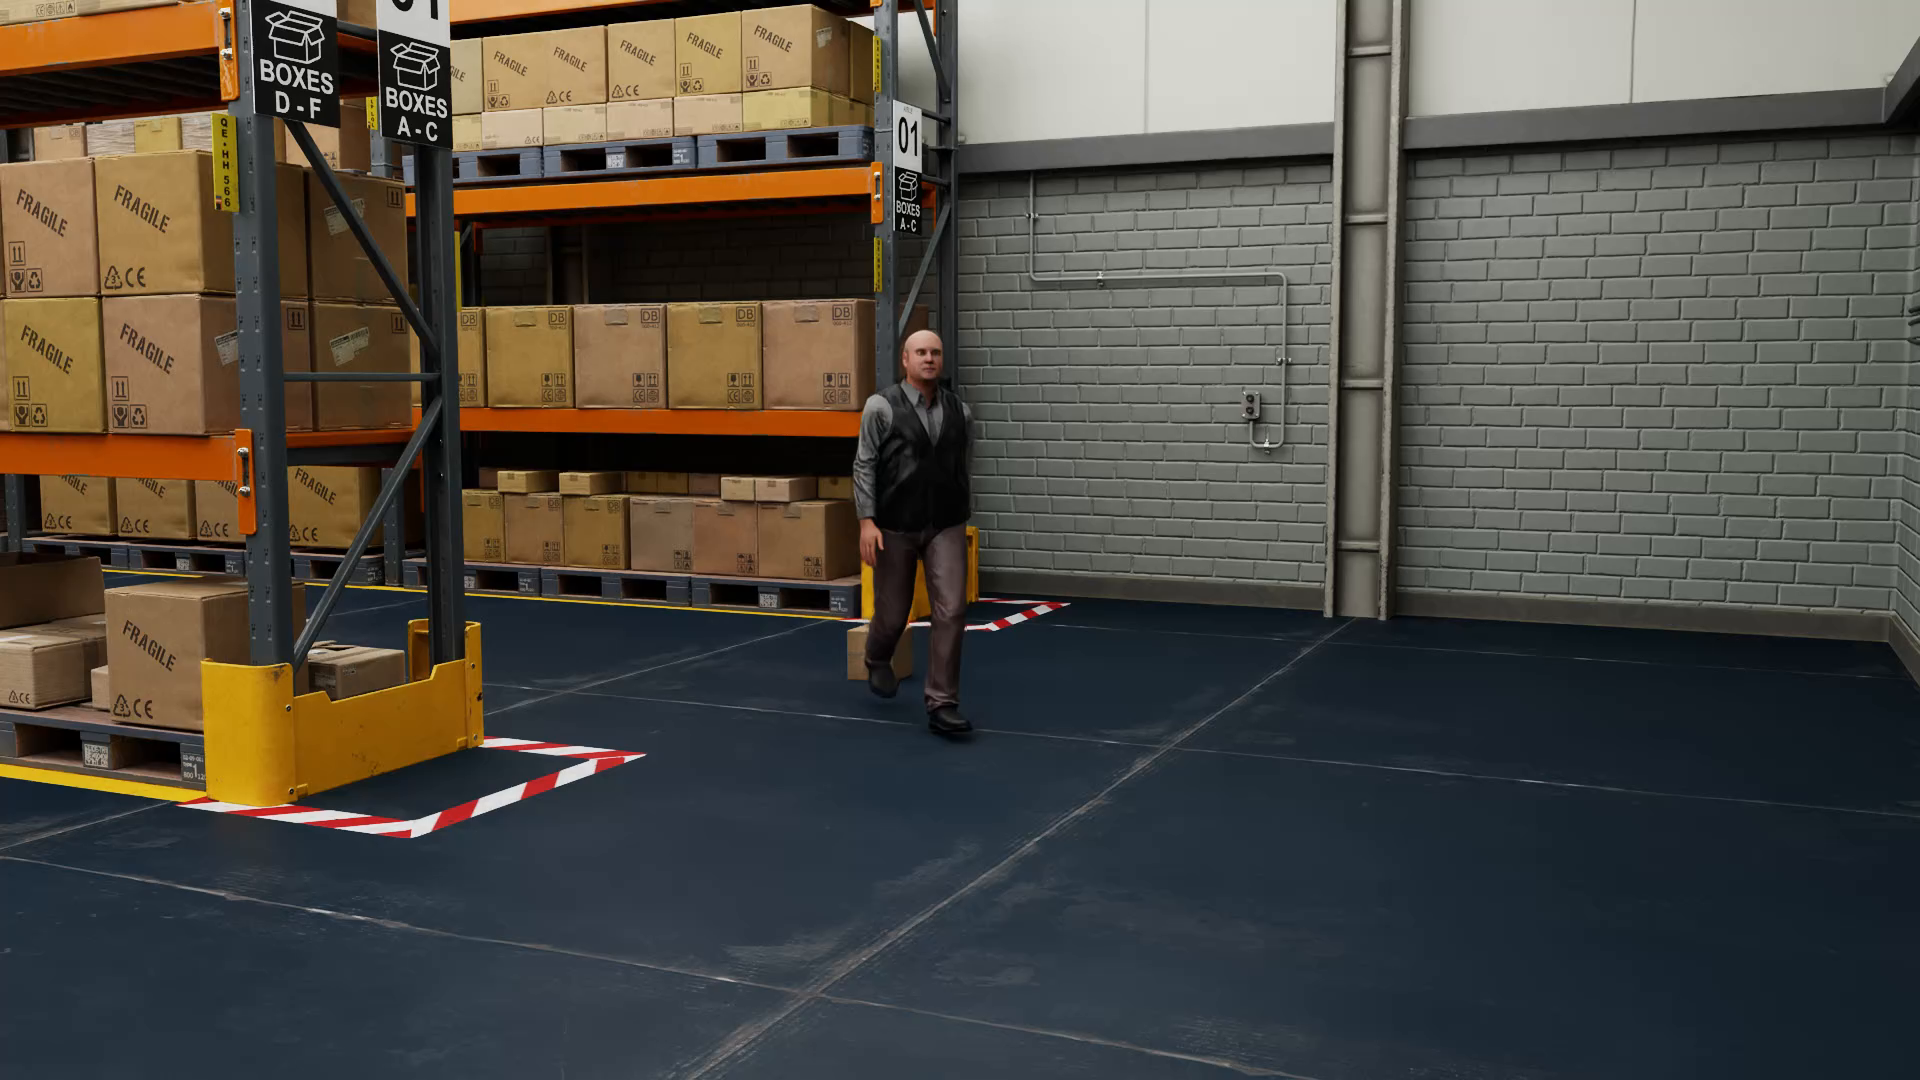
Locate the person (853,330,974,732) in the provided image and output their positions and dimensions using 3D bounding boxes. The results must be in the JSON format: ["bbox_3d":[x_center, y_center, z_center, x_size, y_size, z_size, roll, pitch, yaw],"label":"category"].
[{"bbox_3d":[-0.209,-0.053,7.194,0.552,1.692,0.921,-2,6,-19],"label":"person"}]
